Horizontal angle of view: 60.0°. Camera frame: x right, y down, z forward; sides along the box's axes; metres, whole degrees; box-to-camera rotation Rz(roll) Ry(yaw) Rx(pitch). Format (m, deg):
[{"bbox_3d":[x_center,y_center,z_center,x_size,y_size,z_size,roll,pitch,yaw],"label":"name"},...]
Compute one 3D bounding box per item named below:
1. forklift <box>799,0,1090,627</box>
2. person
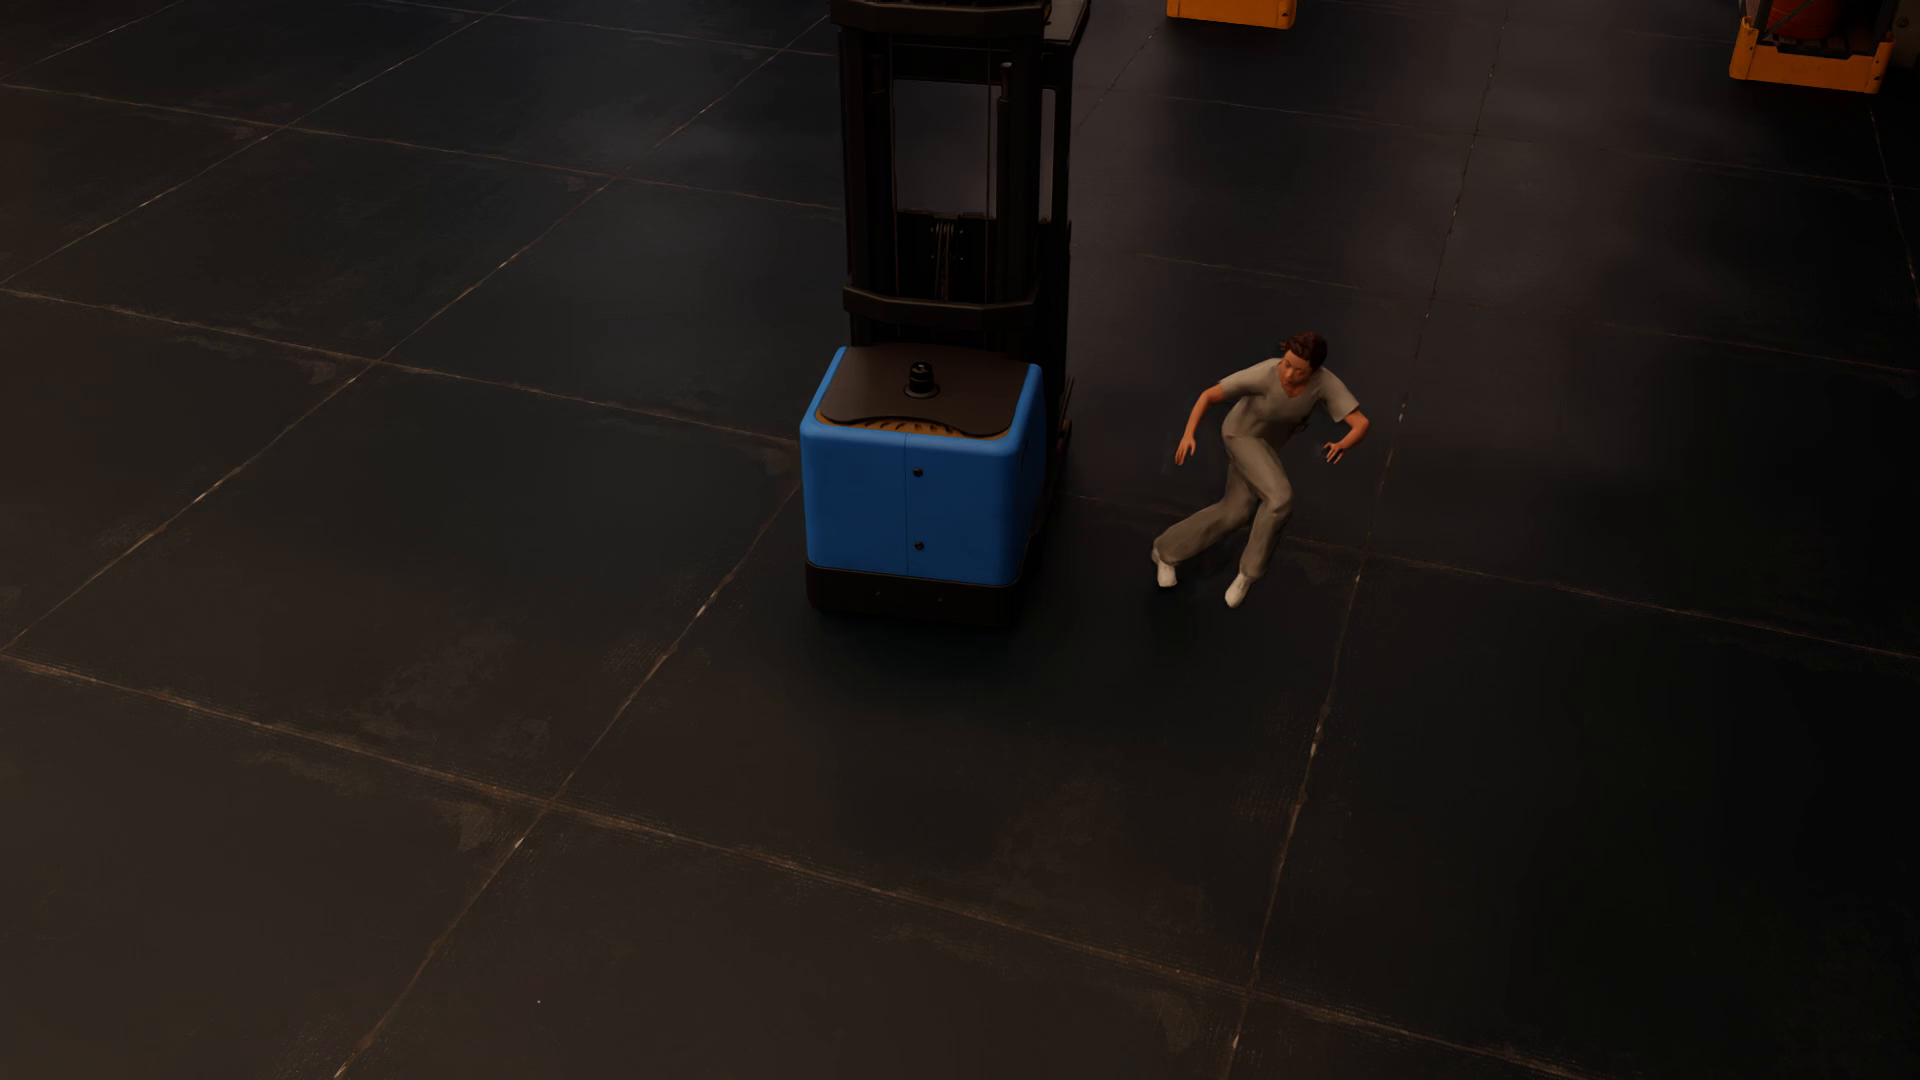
[{"bbox_3d":[0.023,-1.625,8.403,1.130,2.935,3.031,6,36,8],"label":"forklift"},{"bbox_3d":[1.417,-0.336,7.874,0.880,1.431,0.819,-12,37,-17],"label":"person"}]
